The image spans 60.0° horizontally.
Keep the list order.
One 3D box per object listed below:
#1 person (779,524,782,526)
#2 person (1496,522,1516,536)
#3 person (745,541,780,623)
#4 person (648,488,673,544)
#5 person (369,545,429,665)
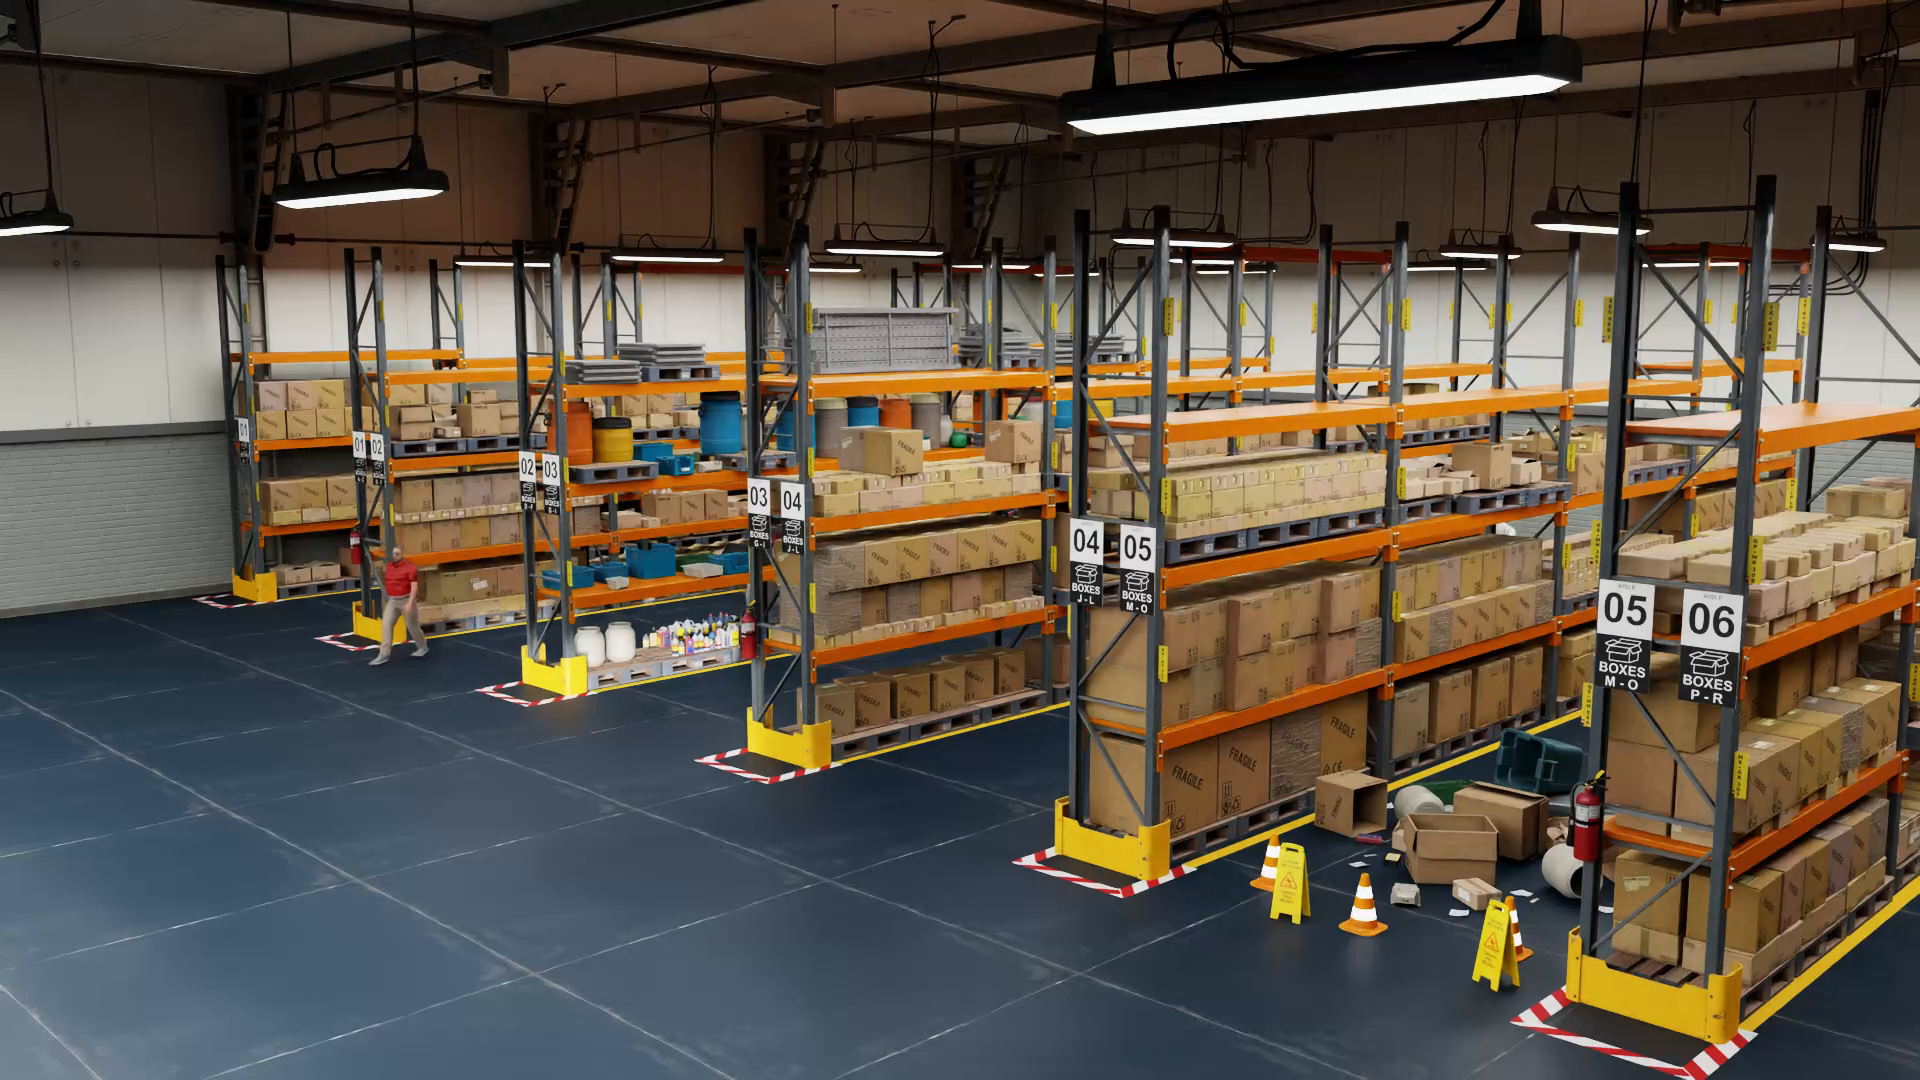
[{"bbox_3d":[-3.875,-0.744,35.566,0.529,1.794,0.843,6,10,35],"label":"person"},{"bbox_3d":[9.059,0.390,27.808,0.575,1.839,0.447,7,11,42],"label":"person"},{"bbox_3d":[-3.211,0.585,26.820,0.597,1.671,0.814,5,10,32],"label":"person"},{"bbox_3d":[-6.004,-0.416,33.244,0.569,1.844,0.454,3,9,23],"label":"person"},{"bbox_3d":[-8.122,0.917,24.087,0.562,1.691,0.913,2,8,14],"label":"person"}]
